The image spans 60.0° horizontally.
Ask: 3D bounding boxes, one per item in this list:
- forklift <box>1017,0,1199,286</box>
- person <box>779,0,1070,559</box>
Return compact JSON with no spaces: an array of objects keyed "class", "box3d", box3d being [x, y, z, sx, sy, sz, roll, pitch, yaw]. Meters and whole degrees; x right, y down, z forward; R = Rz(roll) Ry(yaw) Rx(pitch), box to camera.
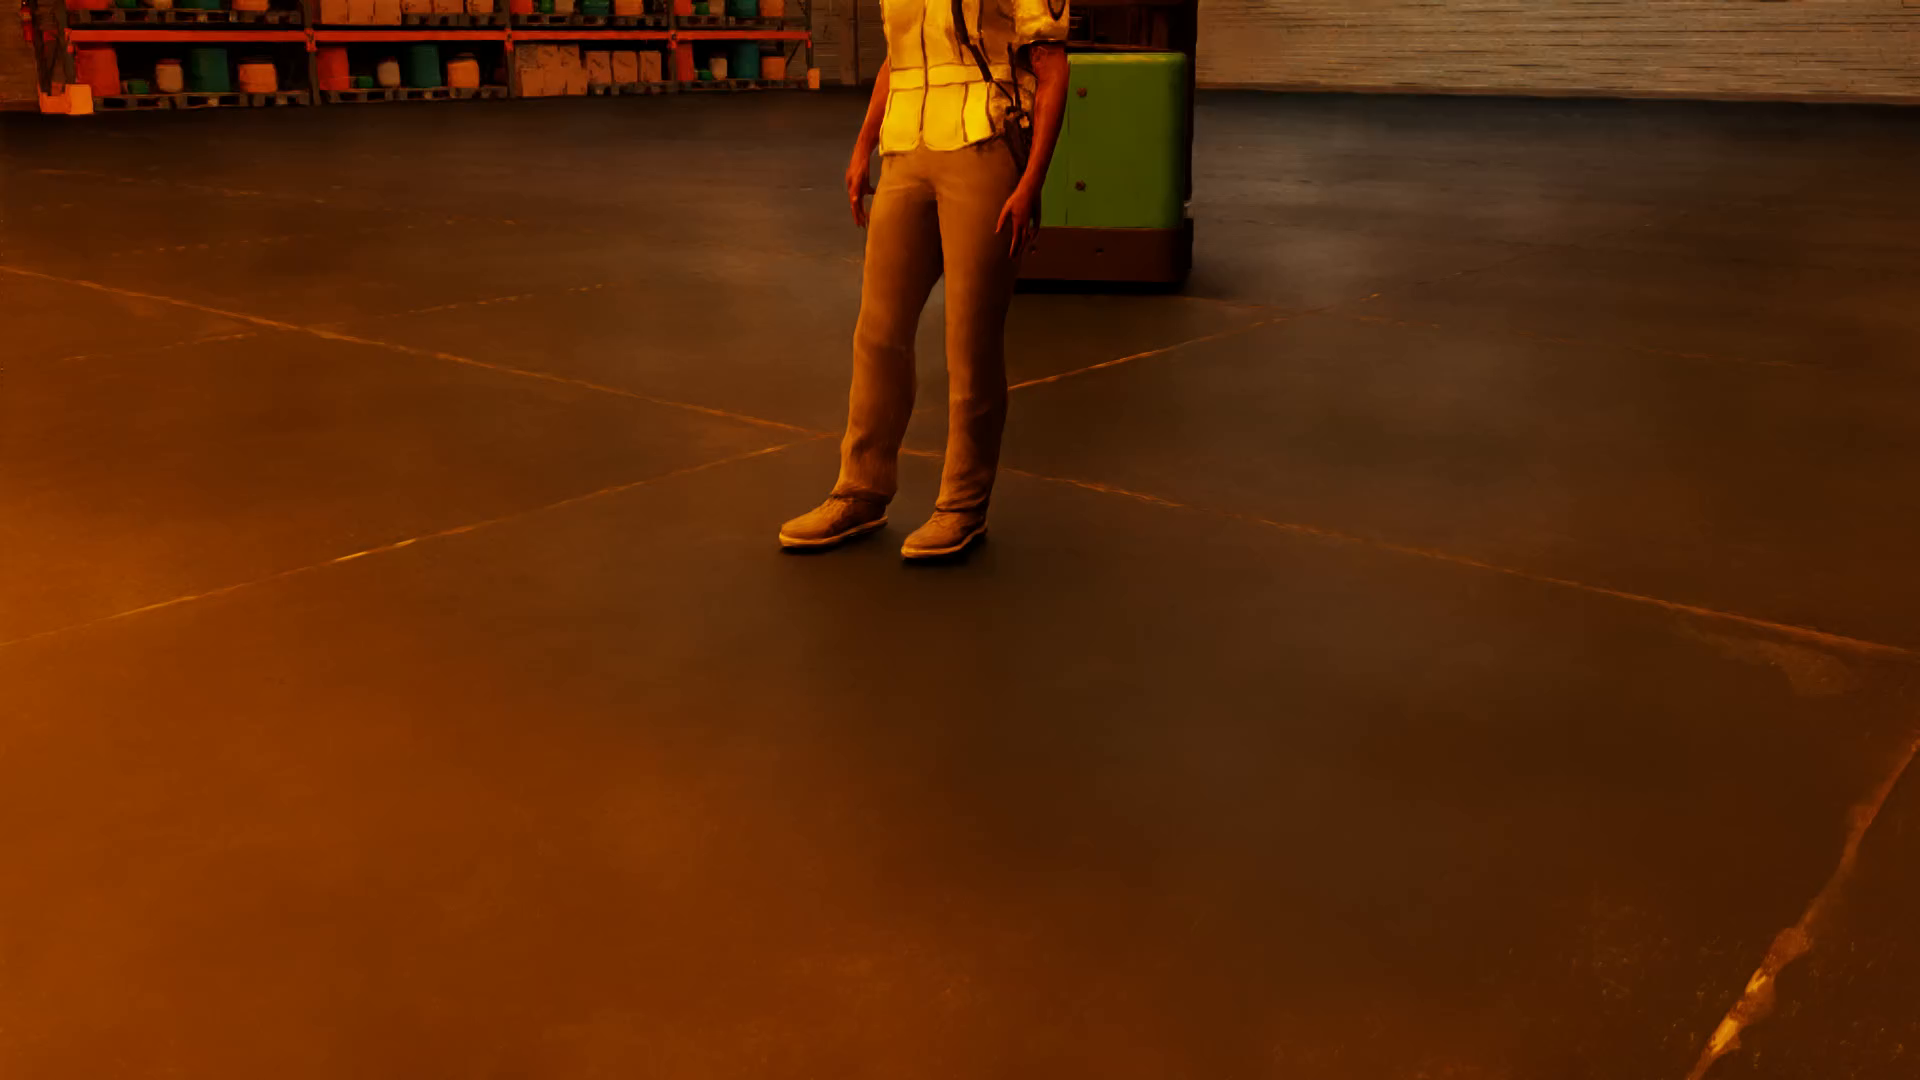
[{"class":"forklift","box3d":[0.702,-2.963,8.654,1.130,2.935,3.031,2,17,8]},{"class":"person","box3d":[-0.063,-0.805,3.650,0.570,1.695,0.529,13,21,37]}]
